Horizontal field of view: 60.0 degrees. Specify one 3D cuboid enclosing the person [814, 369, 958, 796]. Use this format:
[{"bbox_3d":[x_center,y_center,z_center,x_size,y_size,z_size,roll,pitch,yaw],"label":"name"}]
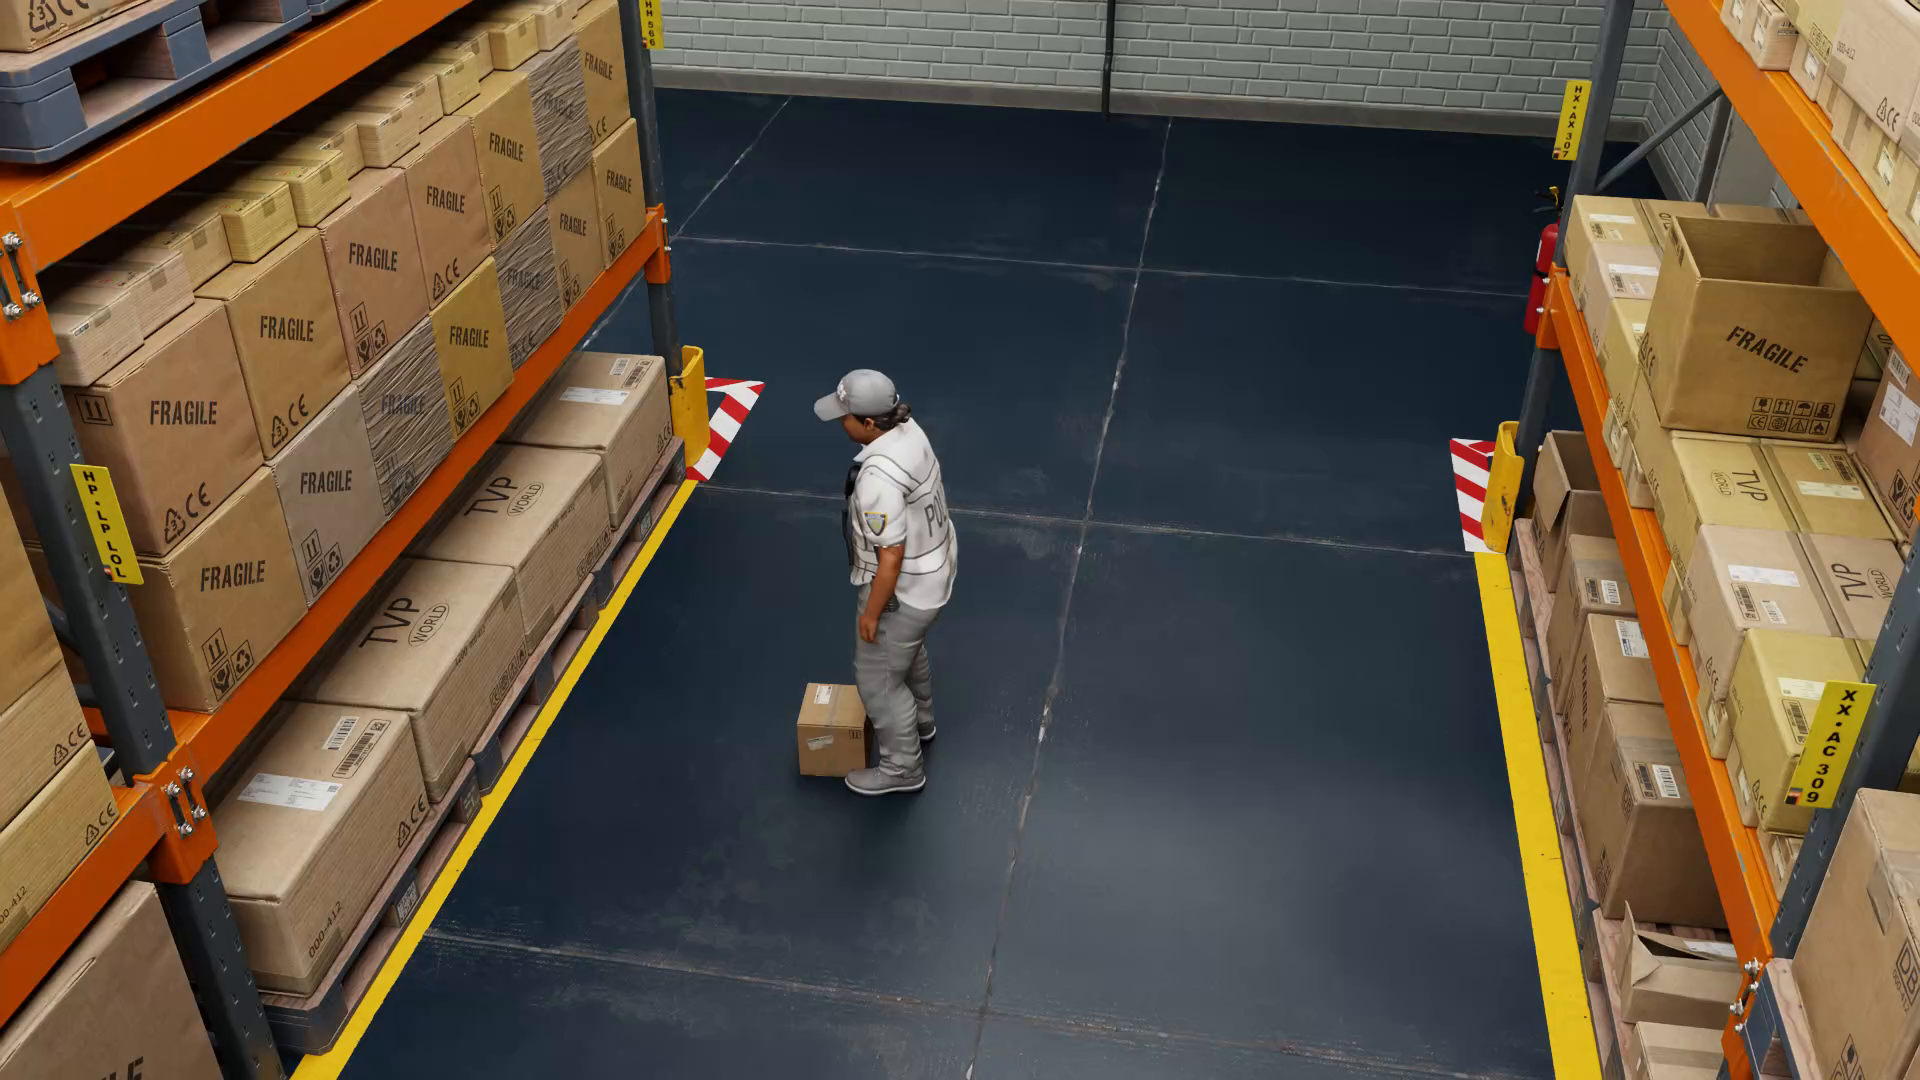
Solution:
[{"bbox_3d":[-0.250,0.143,5.908,0.466,1.666,0.538,5,33,8],"label":"person"}]
